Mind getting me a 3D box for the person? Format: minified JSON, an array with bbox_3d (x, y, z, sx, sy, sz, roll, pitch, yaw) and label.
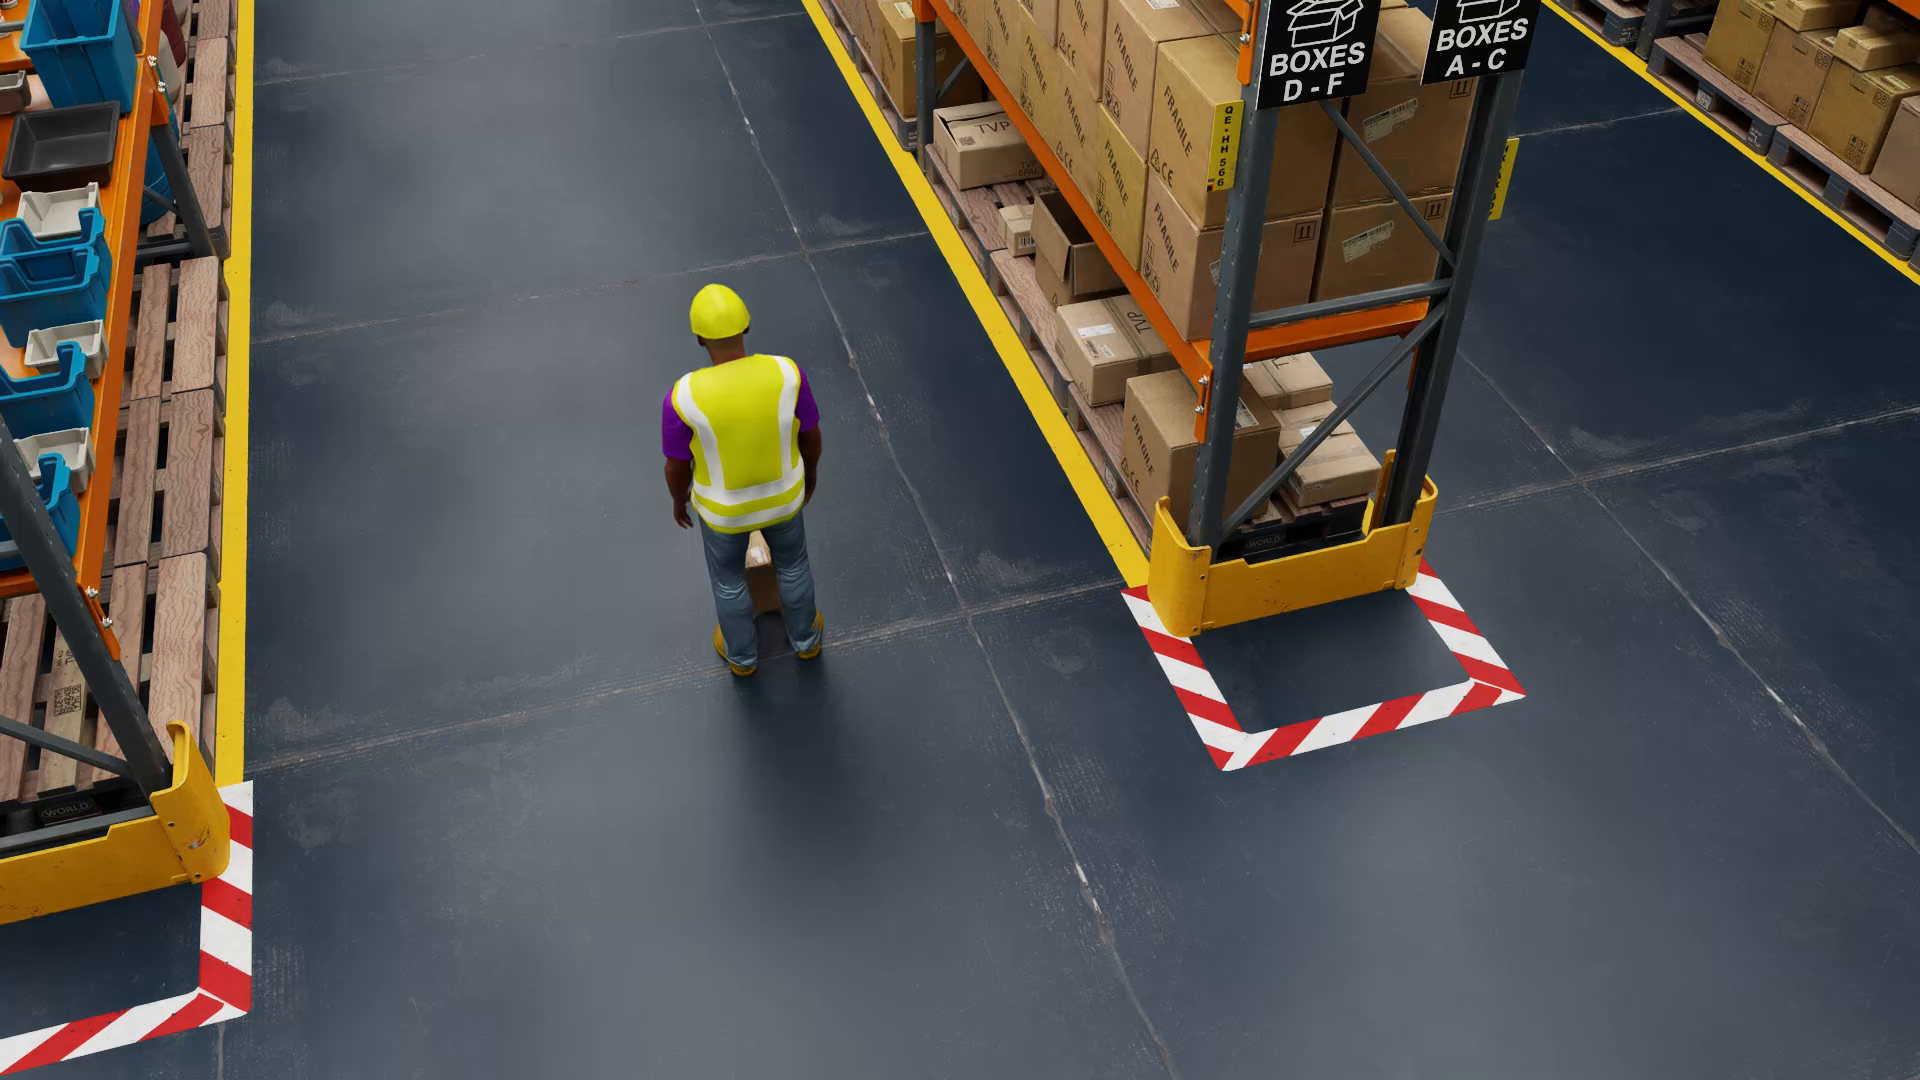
[{"bbox_3d":[-0.815,-0.188,6.354,0.604,1.762,0.446,-13,44,-14],"label":"person"}]
